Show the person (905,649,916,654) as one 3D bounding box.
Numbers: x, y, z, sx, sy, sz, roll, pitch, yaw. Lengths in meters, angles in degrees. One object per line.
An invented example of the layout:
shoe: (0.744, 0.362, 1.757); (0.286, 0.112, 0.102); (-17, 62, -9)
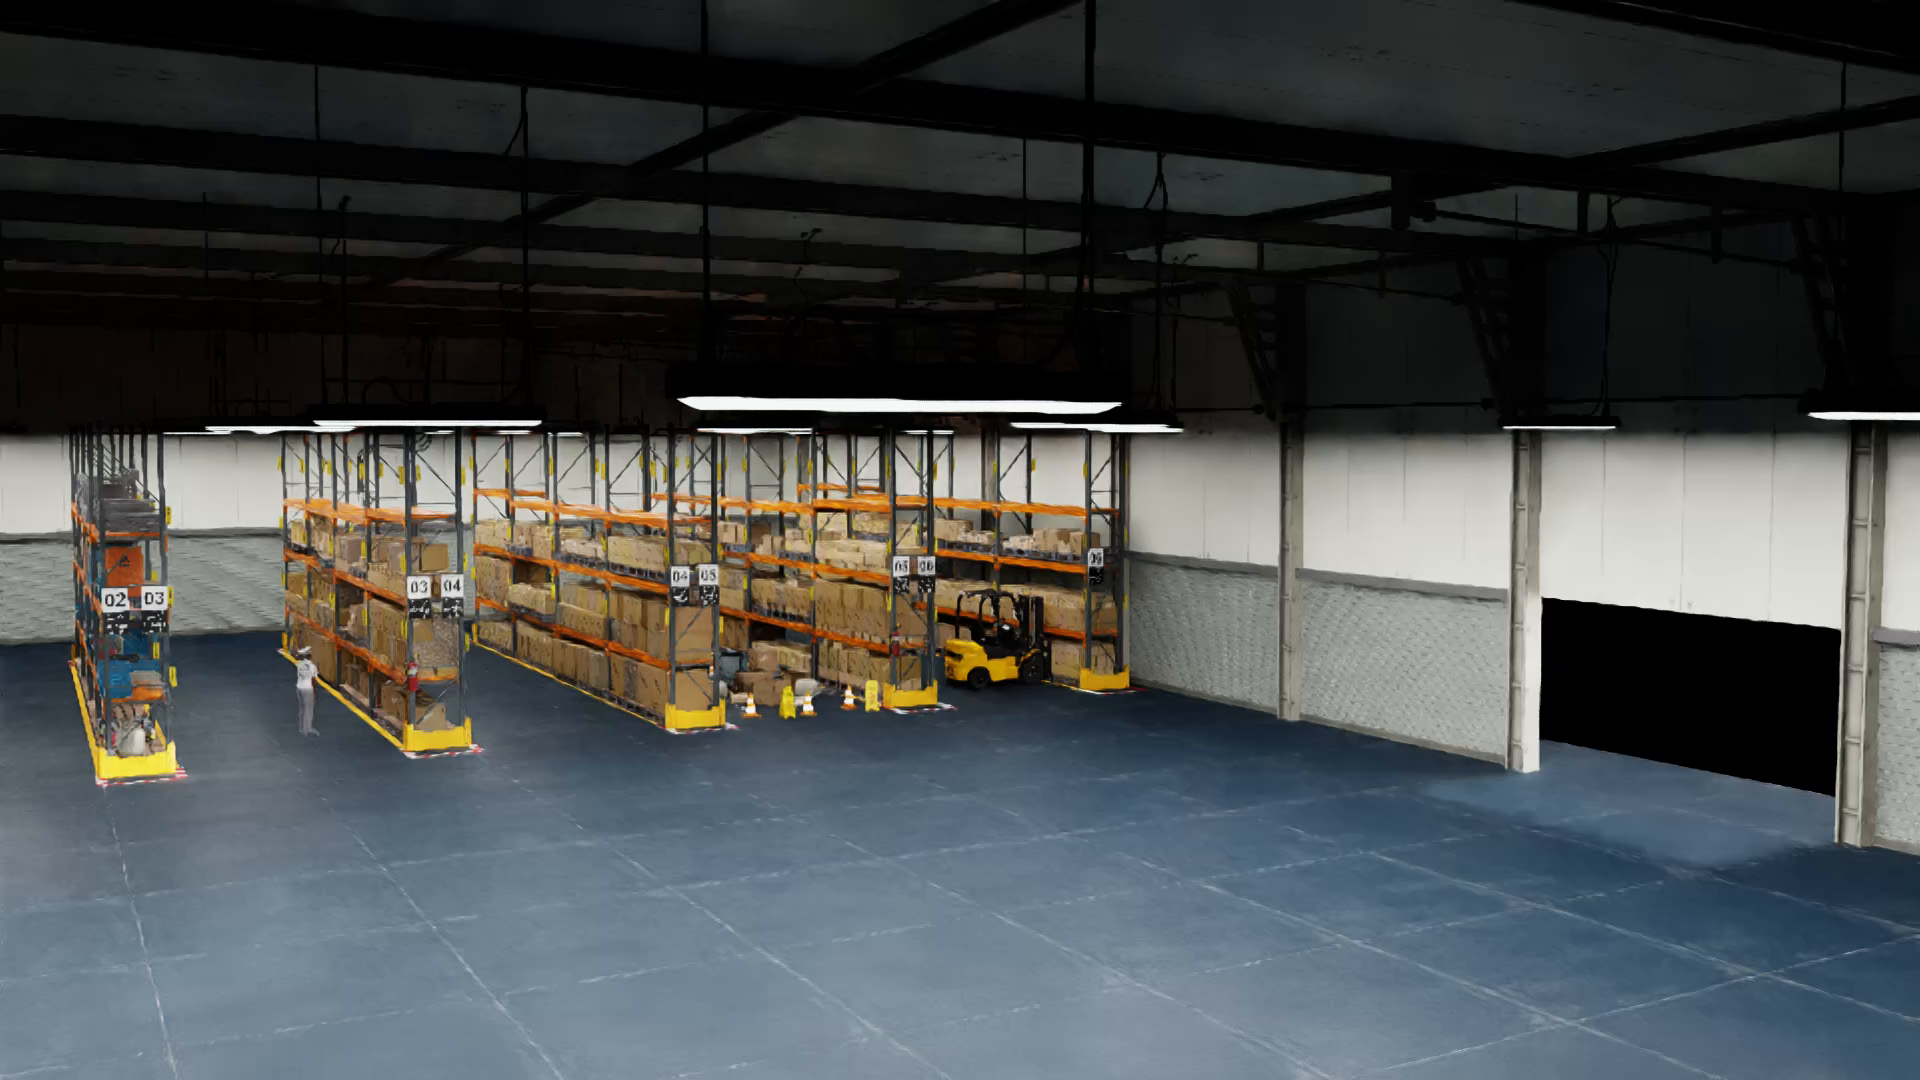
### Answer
person: (-1.312, 2.461, 41.445); (0.527, 1.374, 0.521); (0, 4, -1)

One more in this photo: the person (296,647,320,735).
person: (-12.546, 2.888, 32.009); (0.502, 1.660, 0.422); (2, 4, 29)
